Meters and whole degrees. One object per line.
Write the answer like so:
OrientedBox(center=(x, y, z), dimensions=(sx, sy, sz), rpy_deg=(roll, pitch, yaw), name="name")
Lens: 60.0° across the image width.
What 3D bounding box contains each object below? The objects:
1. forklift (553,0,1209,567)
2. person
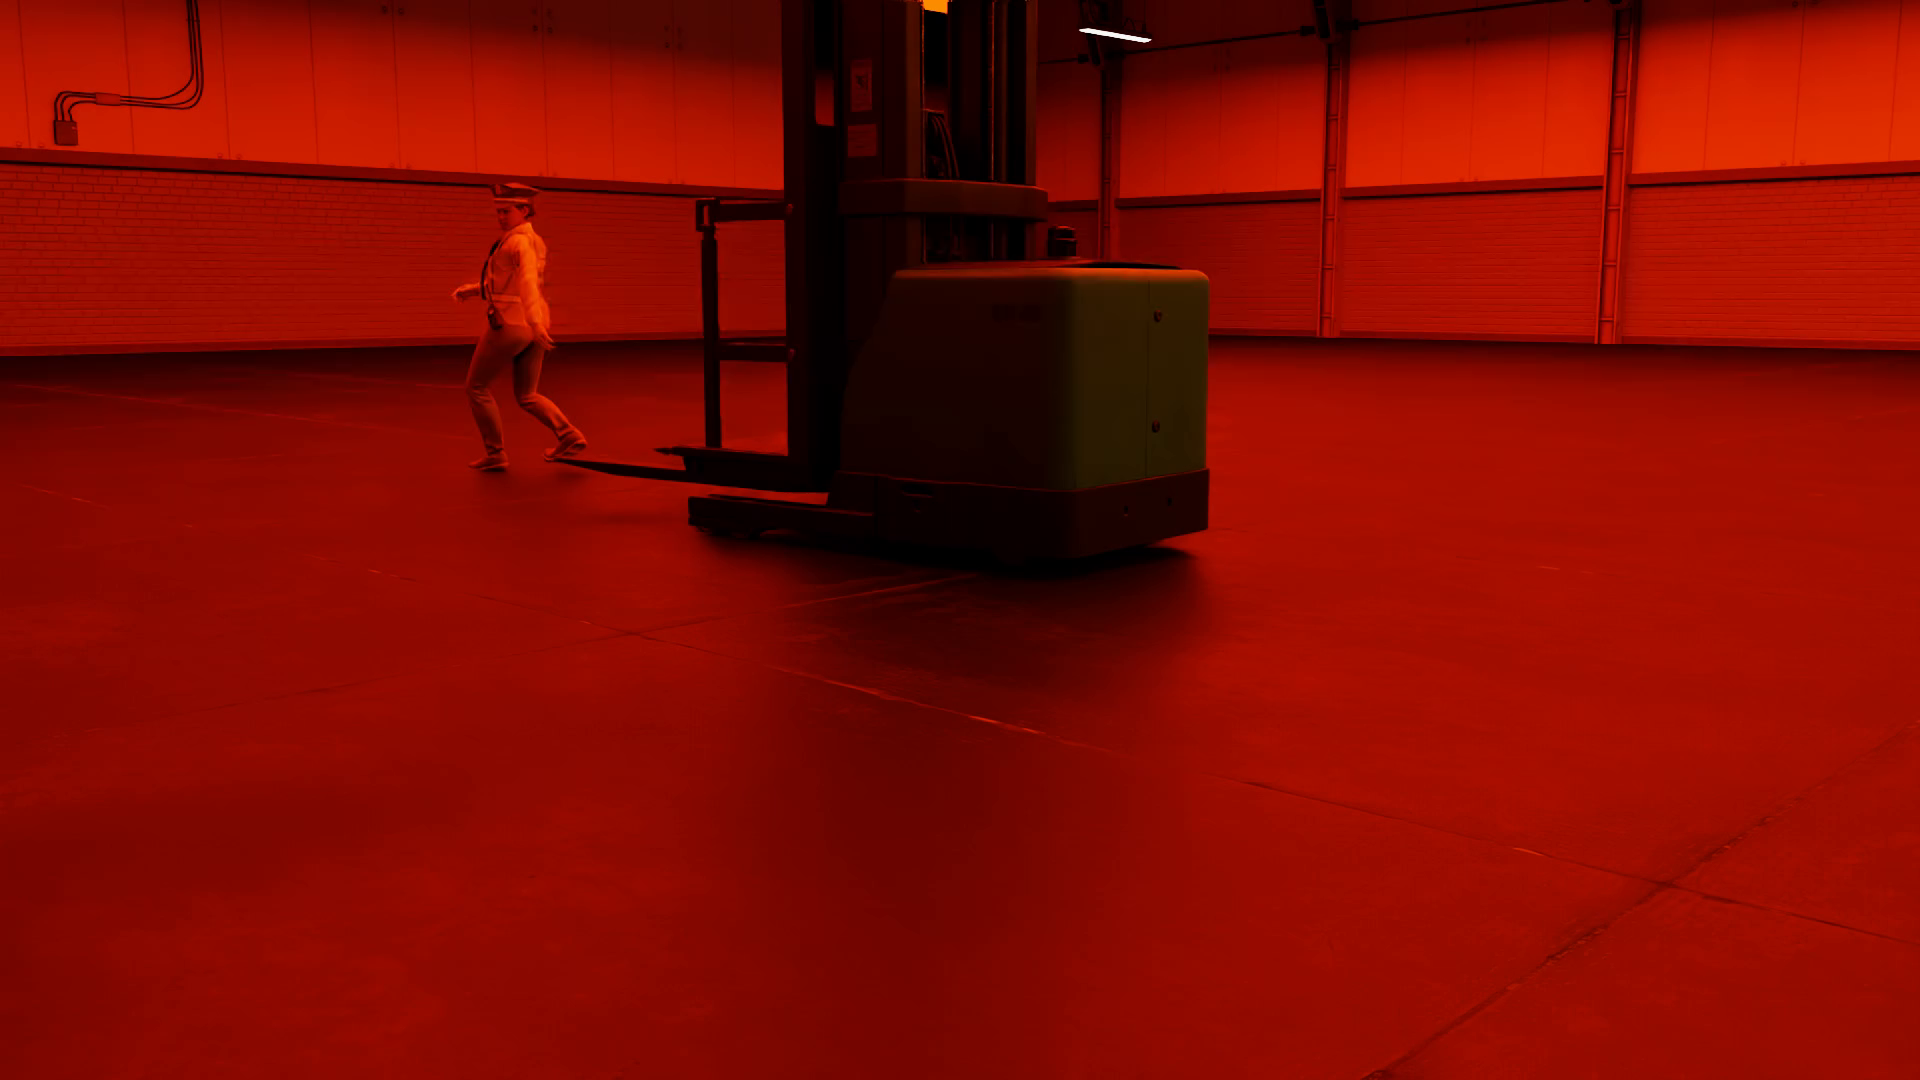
OrientedBox(center=(-0.497, -1.506, 6.876), dimensions=(3.031, 2.935, 1.130), rpy_deg=(7, 11, 38), name="forklift")
OrientedBox(center=(-2.439, -1.154, 9.145), dimensions=(0.768, 1.589, 0.541), rpy_deg=(3, 9, 21), name="person")
